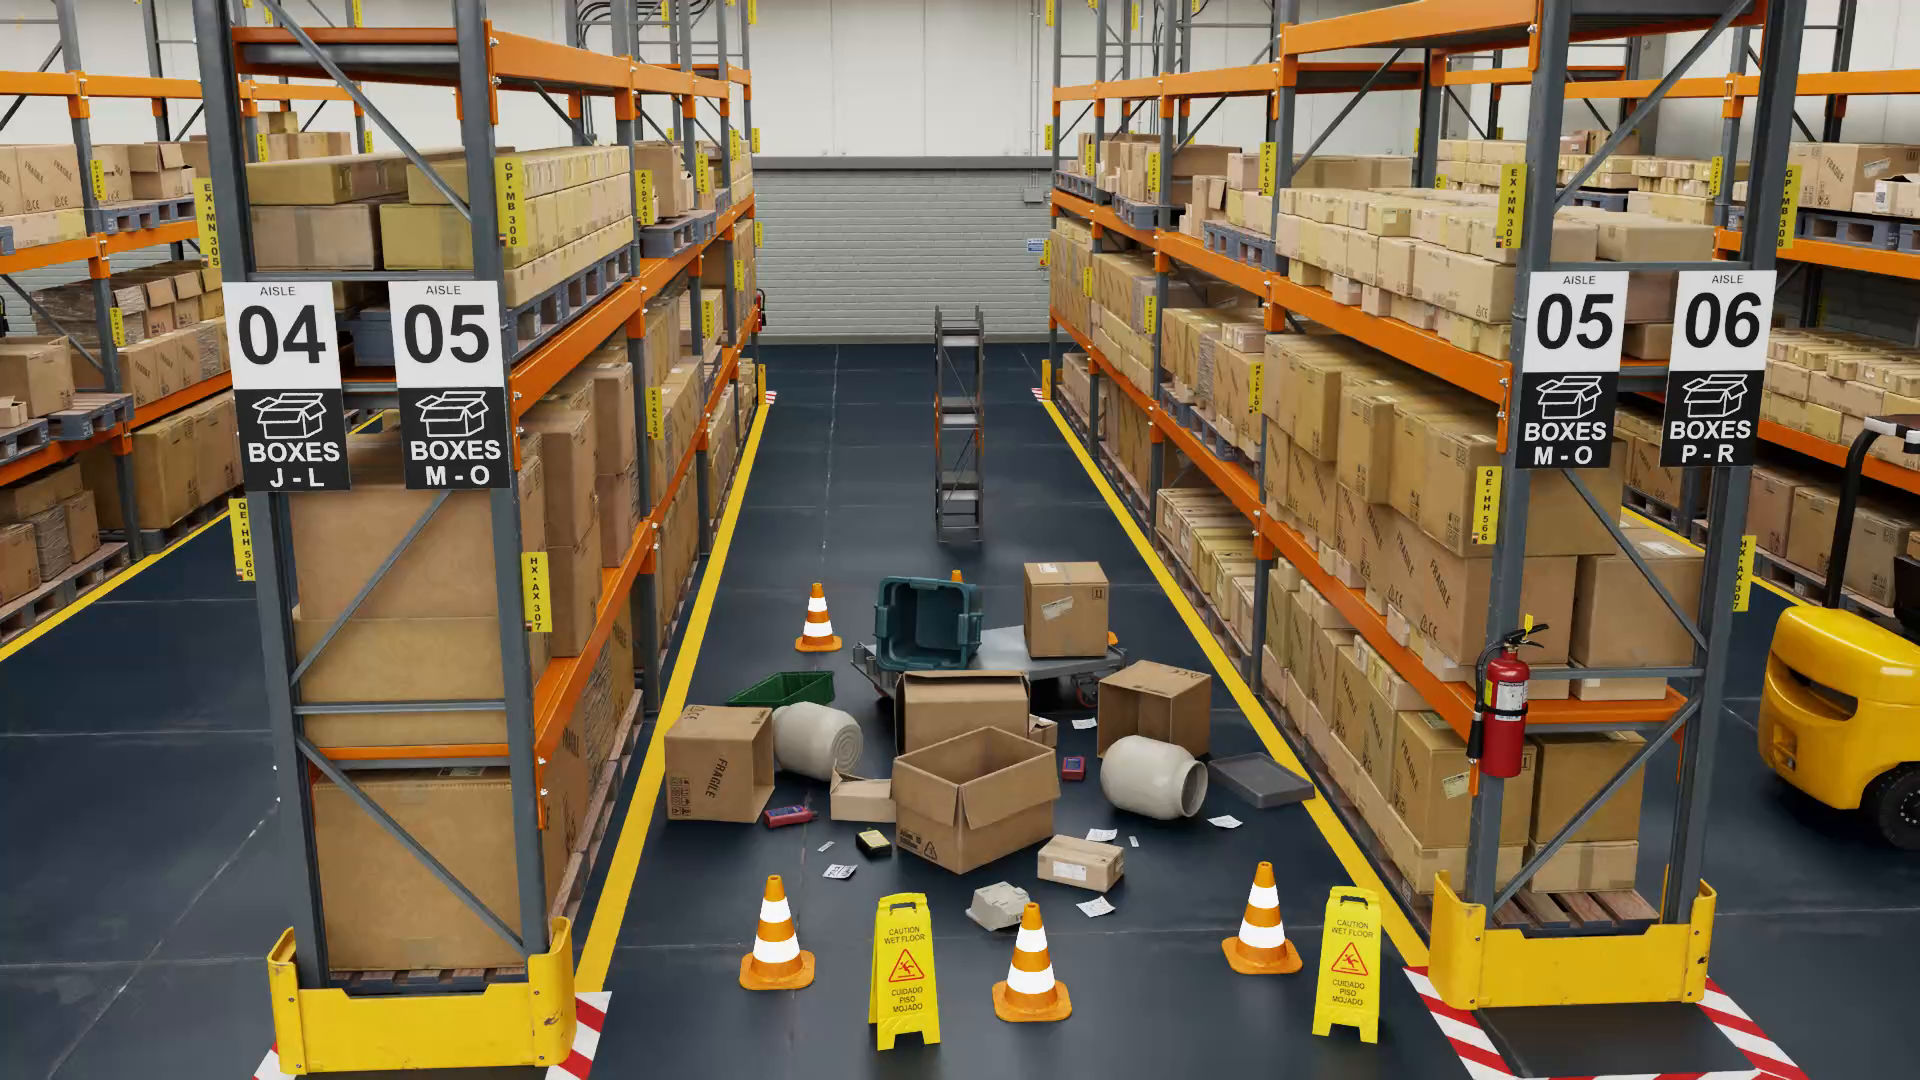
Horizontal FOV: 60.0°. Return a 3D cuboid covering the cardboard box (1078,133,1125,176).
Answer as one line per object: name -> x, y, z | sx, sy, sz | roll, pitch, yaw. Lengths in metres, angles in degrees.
cardboard box -> 1.700, -4.660, 20.077 | 0.500, 0.500, 0.500 | -1, 14, -2

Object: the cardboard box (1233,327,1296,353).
cardboard box -> 2.159, -1.419, 11.801 | 0.380, 0.149, 0.250 | -1, 14, -5

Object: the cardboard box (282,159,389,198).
cardboard box -> -2.607, -1.503, 6.913 | 0.380, 0.149, 0.250 | -1, 14, -3

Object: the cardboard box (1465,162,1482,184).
cardboard box -> 6.560, -4.516, 20.465 | 0.500, 0.250, 0.500 | -1, 14, -4

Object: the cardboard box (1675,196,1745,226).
cardboard box -> 6.901, -3.002, 15.180 | 0.500, 0.250, 0.500 | -1, 14, -5

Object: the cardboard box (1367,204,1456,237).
cardboard box -> 2.272, -1.609, 8.367 | 0.380, 0.149, 0.250 | -1, 14, -2

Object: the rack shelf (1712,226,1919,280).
rack shelf -> 7.299, -2.105, 12.837 | 1.077, 0.370, 4.000 | -1, 14, -3

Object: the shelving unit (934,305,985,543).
shelving unit -> -0.010, -1.058, 15.148 | 0.431, 2.100, 0.503 | -1, 14, -3

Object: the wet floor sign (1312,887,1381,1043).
wet floor sign -> 1.660, 1.773, 7.065 | 0.267, 0.644, 0.232 | 4, 15, 16

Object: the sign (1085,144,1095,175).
sign -> 1.419, -4.148, 18.136 | 0.100, 0.325, 0.005 | -1, 14, -3

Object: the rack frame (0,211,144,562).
rack frame -> -7.670, -1.268, 14.158 | 1.000, 3.000, 0.127 | -1, 14, -3

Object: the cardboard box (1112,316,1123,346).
cardboard box -> 1.817, -2.090, 16.653 | 0.500, 0.250, 0.500 | -1, 14, -5

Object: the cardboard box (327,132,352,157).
cardboard box -> -8.080, -4.882, 20.940 | 0.700, 0.500, 0.500 | -2, 15, -7

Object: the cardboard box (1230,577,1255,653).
cardboard box -> 2.434, 0.513, 11.668 | 0.950, 0.372, 0.625 | -1, 14, -3

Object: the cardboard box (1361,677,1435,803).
cardboard box -> 2.371, 1.009, 8.479 | 0.500, 0.500, 0.500 | 0, 14, -1

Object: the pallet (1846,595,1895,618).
pallet -> 7.338, 0.664, 12.245 | 1.003, 0.211, 1.213 | -1, 14, -3

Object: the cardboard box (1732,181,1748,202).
cardboard box -> 6.893, -2.998, 14.289 | 0.380, 0.166, 0.250 | -1, 14, -4

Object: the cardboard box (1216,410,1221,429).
cardboard box -> 2.112, -0.885, 12.333 | 0.380, 0.149, 0.250 | -1, 14, -3

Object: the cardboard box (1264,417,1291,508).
cardboard box -> 2.218, -0.505, 10.394 | 0.500, 0.500, 0.500 | -1, 14, -4

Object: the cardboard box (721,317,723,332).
cardboard box -> -2.739, -2.300, 17.831 | 0.380, 0.149, 0.250 | -1, 14, -5

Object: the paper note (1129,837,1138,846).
paper note -> 0.934, 1.620, 8.935 | 0.032, 0.001, 0.123 | -1, 14, -3

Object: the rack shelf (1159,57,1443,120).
rack shelf -> 2.345, -3.287, 12.211 | 1.077, 0.370, 4.000 | -1, 14, -3

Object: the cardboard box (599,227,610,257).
cardboard box -> -2.061, -1.569, 8.770 | 0.380, 0.149, 0.250 | -1, 14, -3

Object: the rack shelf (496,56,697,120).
rack shelf -> -2.590, -3.185, 11.816 | 1.077, 0.370, 4.000 | -1, 14, -3

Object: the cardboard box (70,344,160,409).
cardboard box -> -7.429, -1.441, 14.632 | 0.500, 0.500, 0.500 | 0, 14, -2

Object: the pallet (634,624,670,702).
pallet -> -2.589, 0.835, 11.580 | 1.003, 0.211, 1.213 | -1, 14, -3

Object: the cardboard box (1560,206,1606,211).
cardboard box -> 2.926, -1.555, 8.160 | 0.380, 0.149, 0.250 | 0, 14, -2

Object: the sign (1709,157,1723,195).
sign -> 6.633, -3.194, 14.585 | 0.100, 0.325, 0.005 | -1, 14, -3

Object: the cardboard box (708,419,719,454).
cardboard box -> -2.546, -0.977, 15.695 | 0.500, 0.250, 0.500 | -1, 14, -4

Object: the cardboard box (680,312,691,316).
cardboard box -> -2.613, -2.068, 15.735 | 0.380, 0.149, 0.250 | 0, 14, -1

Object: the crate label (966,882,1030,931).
crate label -> 0.205, 1.775, 8.076 | 0.250, 0.136, 0.298 | -9, 17, -32

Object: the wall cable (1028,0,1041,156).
wall cable -> 1.091, -7.726, 27.219 | 0.463, 3.000, 0.029 | -1, 14, -3

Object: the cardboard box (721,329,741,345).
cardboard box -> -2.652, -2.268, 18.549 | 0.380, 0.149, 0.250 | 0, 14, -1

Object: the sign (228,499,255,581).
sign -> -2.760, 0.000, 6.432 | 0.100, 0.325, 0.005 | -1, 14, -3

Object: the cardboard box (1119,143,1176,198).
cardboard box -> 1.822, -3.559, 16.000 | 0.500, 0.500, 0.500 | -1, 14, -3

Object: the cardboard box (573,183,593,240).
cardboard box -> -2.086, -1.606, 8.113 | 0.500, 0.250, 0.500 | -1, 14, -4

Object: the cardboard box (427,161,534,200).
cardboard box -> -1.935, -1.449, 6.702 | 0.380, 0.149, 0.250 | -1, 14, -3

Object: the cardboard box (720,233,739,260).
cardboard box -> -2.793, -3.235, 19.001 | 0.500, 0.500, 0.500 | -1, 14, -5

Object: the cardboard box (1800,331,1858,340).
cardboard box -> 7.525, -1.720, 14.412 | 0.380, 0.149, 0.250 | -1, 14, -2

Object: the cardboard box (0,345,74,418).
cardboard box -> -7.462, -1.249, 13.040 | 0.700, 0.500, 0.500 | 1, 14, 5

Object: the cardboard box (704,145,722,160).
cardboard box -> -2.738, -4.205, 18.053 | 0.380, 0.149, 0.250 | -1, 14, -4

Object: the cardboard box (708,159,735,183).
cardboard box -> -2.752, -4.060, 18.286 | 0.500, 0.250, 0.500 | 0, 14, -2

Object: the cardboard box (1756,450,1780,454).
cardboard box -> 7.428, -0.600, 15.737 | 0.500, 0.500, 0.500 | 0, 14, -1

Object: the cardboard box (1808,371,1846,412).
cardboard box -> 7.059, -1.172, 13.083 | 0.500, 0.250, 0.500 | -1, 14, -3

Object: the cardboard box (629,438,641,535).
cardboard box -> -2.431, -0.306, 10.117 | 0.875, 0.550, 0.550 | -1, 14, -3

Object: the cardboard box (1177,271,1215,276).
cardboard box -> 2.377, -2.332, 16.087 | 0.500, 0.500, 0.500 | 0, 14, -2

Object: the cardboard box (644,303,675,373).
cardboard box -> -2.663, -1.614, 13.297 | 0.700, 0.500, 0.500 | -1, 14, -4

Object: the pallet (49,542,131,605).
pallet -> -7.623, 0.277, 13.750 | 1.003, 0.211, 1.213 | -1, 14, -3

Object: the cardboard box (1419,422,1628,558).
cardboard box -> 2.467, -0.232, 7.326 | 0.700, 0.500, 0.500 | -1, 14, -5

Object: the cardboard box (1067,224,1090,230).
cardboard box -> 1.536, -3.842, 20.653 | 0.380, 0.149, 0.250 | -1, 14, -3

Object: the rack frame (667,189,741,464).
rack frame -> -2.961, -2.314, 18.224 | 1.000, 3.000, 0.127 | -1, 14, -3

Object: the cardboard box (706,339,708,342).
cardboard box -> -2.624, -1.989, 16.024 | 0.380, 0.149, 0.250 | -1, 14, -4

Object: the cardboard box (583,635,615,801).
cardboard box -> -2.437, 0.883, 9.221 | 0.875, 0.875, 0.875 | -1, 14, -3

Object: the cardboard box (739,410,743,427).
cardboard box -> -2.664, -1.376, 18.860 | 0.380, 0.149, 0.250 | 0, 14, -1

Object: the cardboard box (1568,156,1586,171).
cardboard box -> 6.611, -3.946, 17.412 | 0.380, 0.149, 0.250 | -1, 14, -4

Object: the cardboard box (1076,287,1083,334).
cardboard box -> 1.652, -2.703, 19.536 | 0.500, 0.500, 0.500 | -1, 14, -5

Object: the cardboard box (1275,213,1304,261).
cardboard box -> 2.223, -1.836, 10.052 | 0.500, 0.250, 0.500 | -1, 14, -5
